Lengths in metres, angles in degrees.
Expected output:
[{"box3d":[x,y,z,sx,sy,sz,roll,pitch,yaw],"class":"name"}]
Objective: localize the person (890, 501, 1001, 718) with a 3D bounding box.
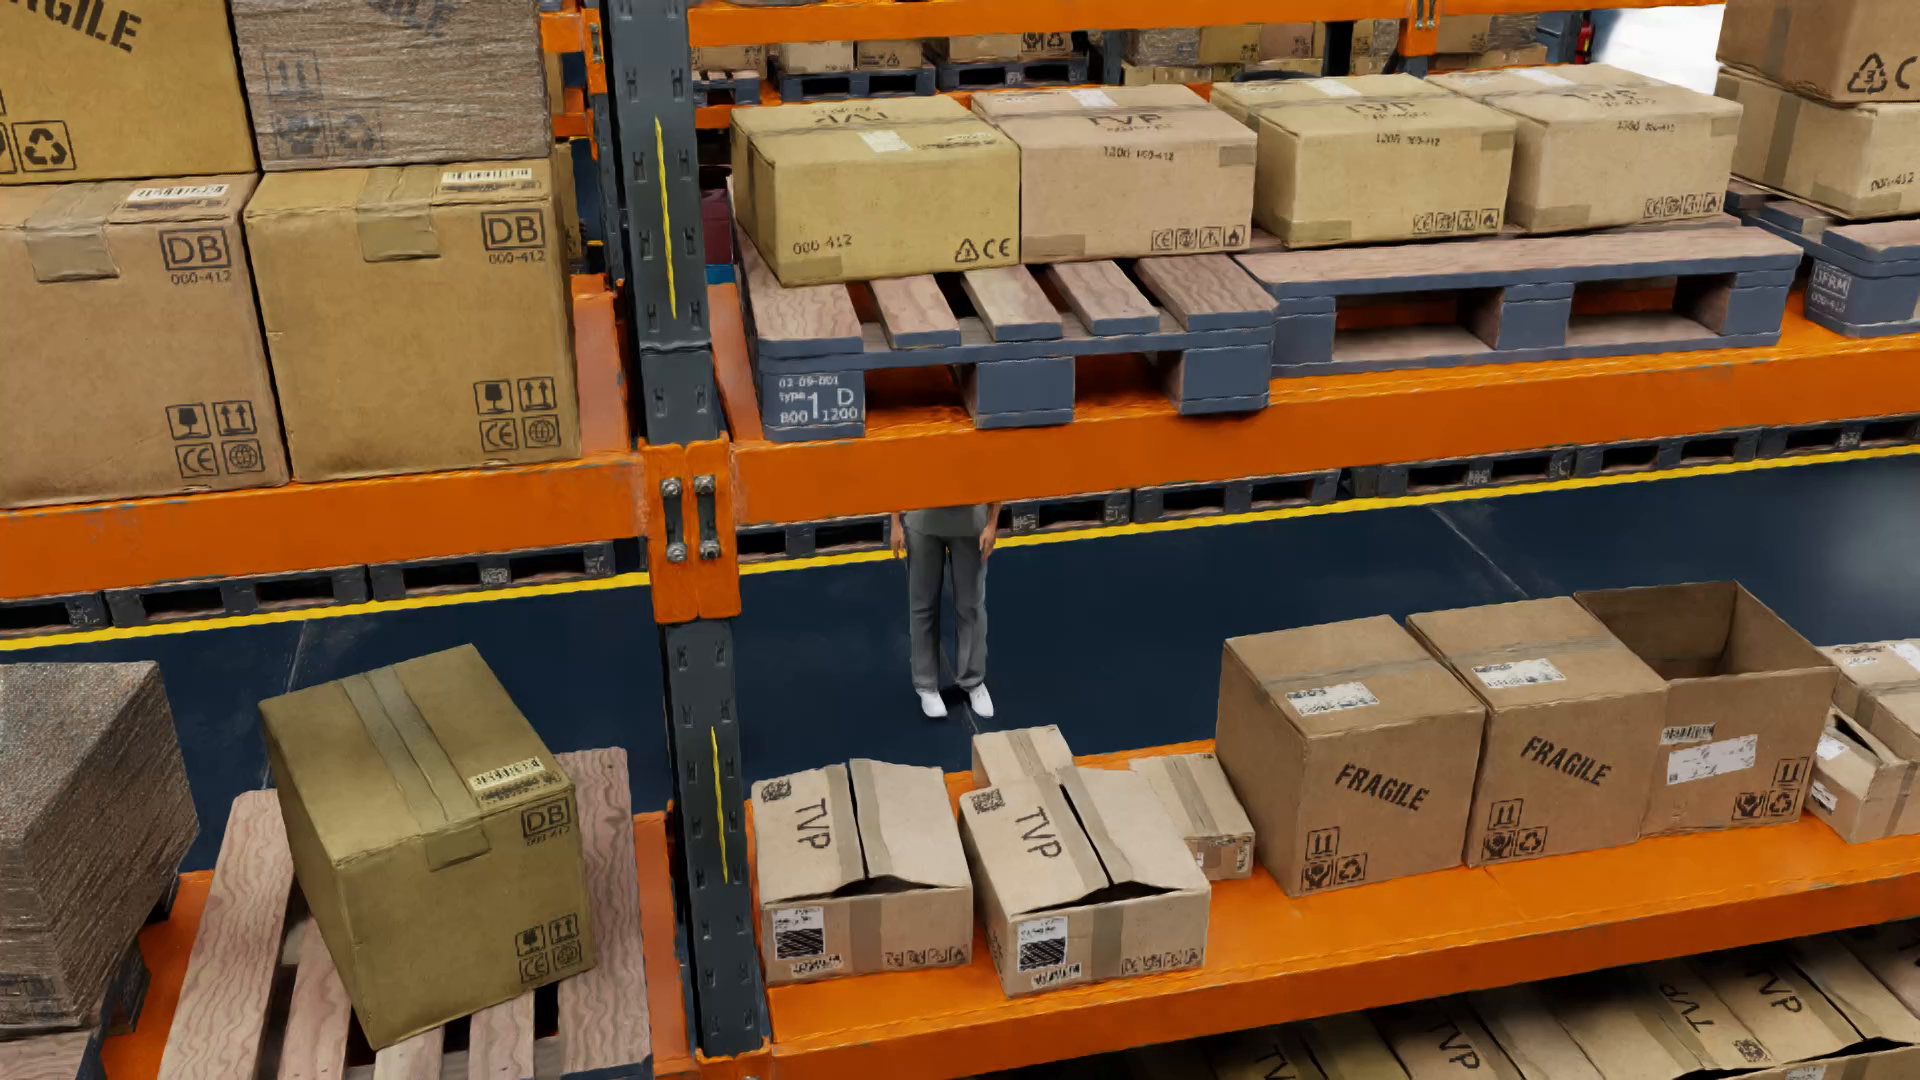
[{"box3d":[-0.058,-0.019,7.148,0.490,1.718,0.394,2,27,3],"class":"person"}]
